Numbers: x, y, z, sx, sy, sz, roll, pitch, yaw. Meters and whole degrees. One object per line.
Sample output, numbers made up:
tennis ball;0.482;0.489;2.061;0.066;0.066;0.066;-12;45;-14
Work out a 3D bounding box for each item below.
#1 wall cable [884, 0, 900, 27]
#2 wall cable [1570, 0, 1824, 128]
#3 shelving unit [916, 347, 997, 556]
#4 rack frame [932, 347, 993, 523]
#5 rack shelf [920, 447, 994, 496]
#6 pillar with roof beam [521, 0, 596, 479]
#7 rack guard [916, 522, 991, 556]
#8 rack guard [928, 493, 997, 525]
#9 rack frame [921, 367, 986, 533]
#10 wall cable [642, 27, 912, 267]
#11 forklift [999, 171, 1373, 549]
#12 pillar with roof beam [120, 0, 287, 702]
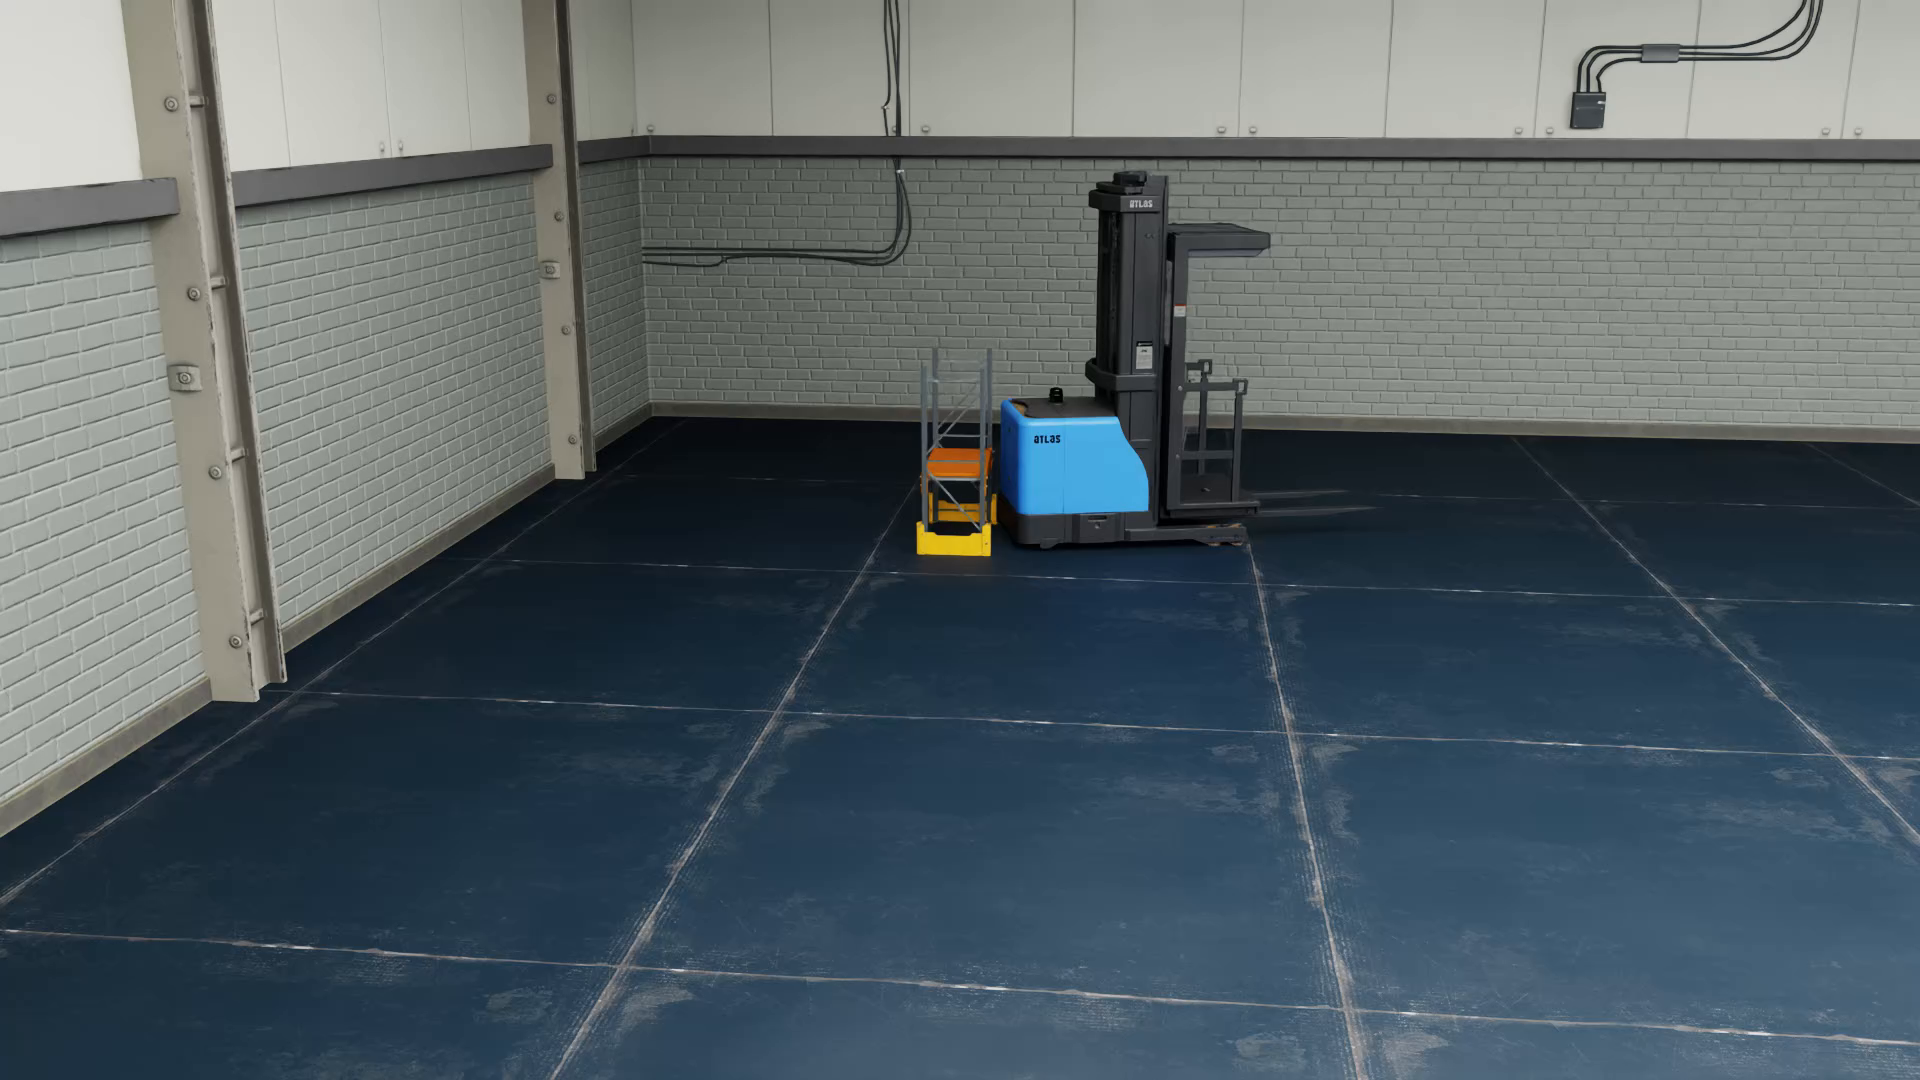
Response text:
wall cable;0.624;-6.561;16.961;3.097;2.526;0.112;2;15;6
wall cable;7.367;-7.060;16.017;2.305;6.003;0.169;2;15;6
shelving unit;-0.016;-0.741;13.531;0.587;1.500;1.083;1;15;4
rack frame;0.020;-0.876;14.029;0.500;1.500;0.032;1;15;4
rack shelf;-0.016;-0.570;13.586;0.538;0.185;1.000;1;15;4
pillar with roof beam;0.567;-4.850;14.359;9.100;9.000;0.400;2;15;6
rack guard;-0.051;-0.008;13.214;0.587;0.250;0.087;1;15;4
rack guard;0.019;-0.268;14.173;0.587;0.250;0.087;1;15;4
rack frame;-0.052;-0.611;13.050;0.500;1.500;0.032;1;15;4
wall cable;-2.064;-4.203;17.915;3.097;2.526;0.112;2;15;6
forklift;1.888;-1.498;13.585;3.031;2.935;1.130;-2;15;-8
pillar with roof beam;-0.110;-3.294;8.604;9.100;9.000;0.400;2;15;6
